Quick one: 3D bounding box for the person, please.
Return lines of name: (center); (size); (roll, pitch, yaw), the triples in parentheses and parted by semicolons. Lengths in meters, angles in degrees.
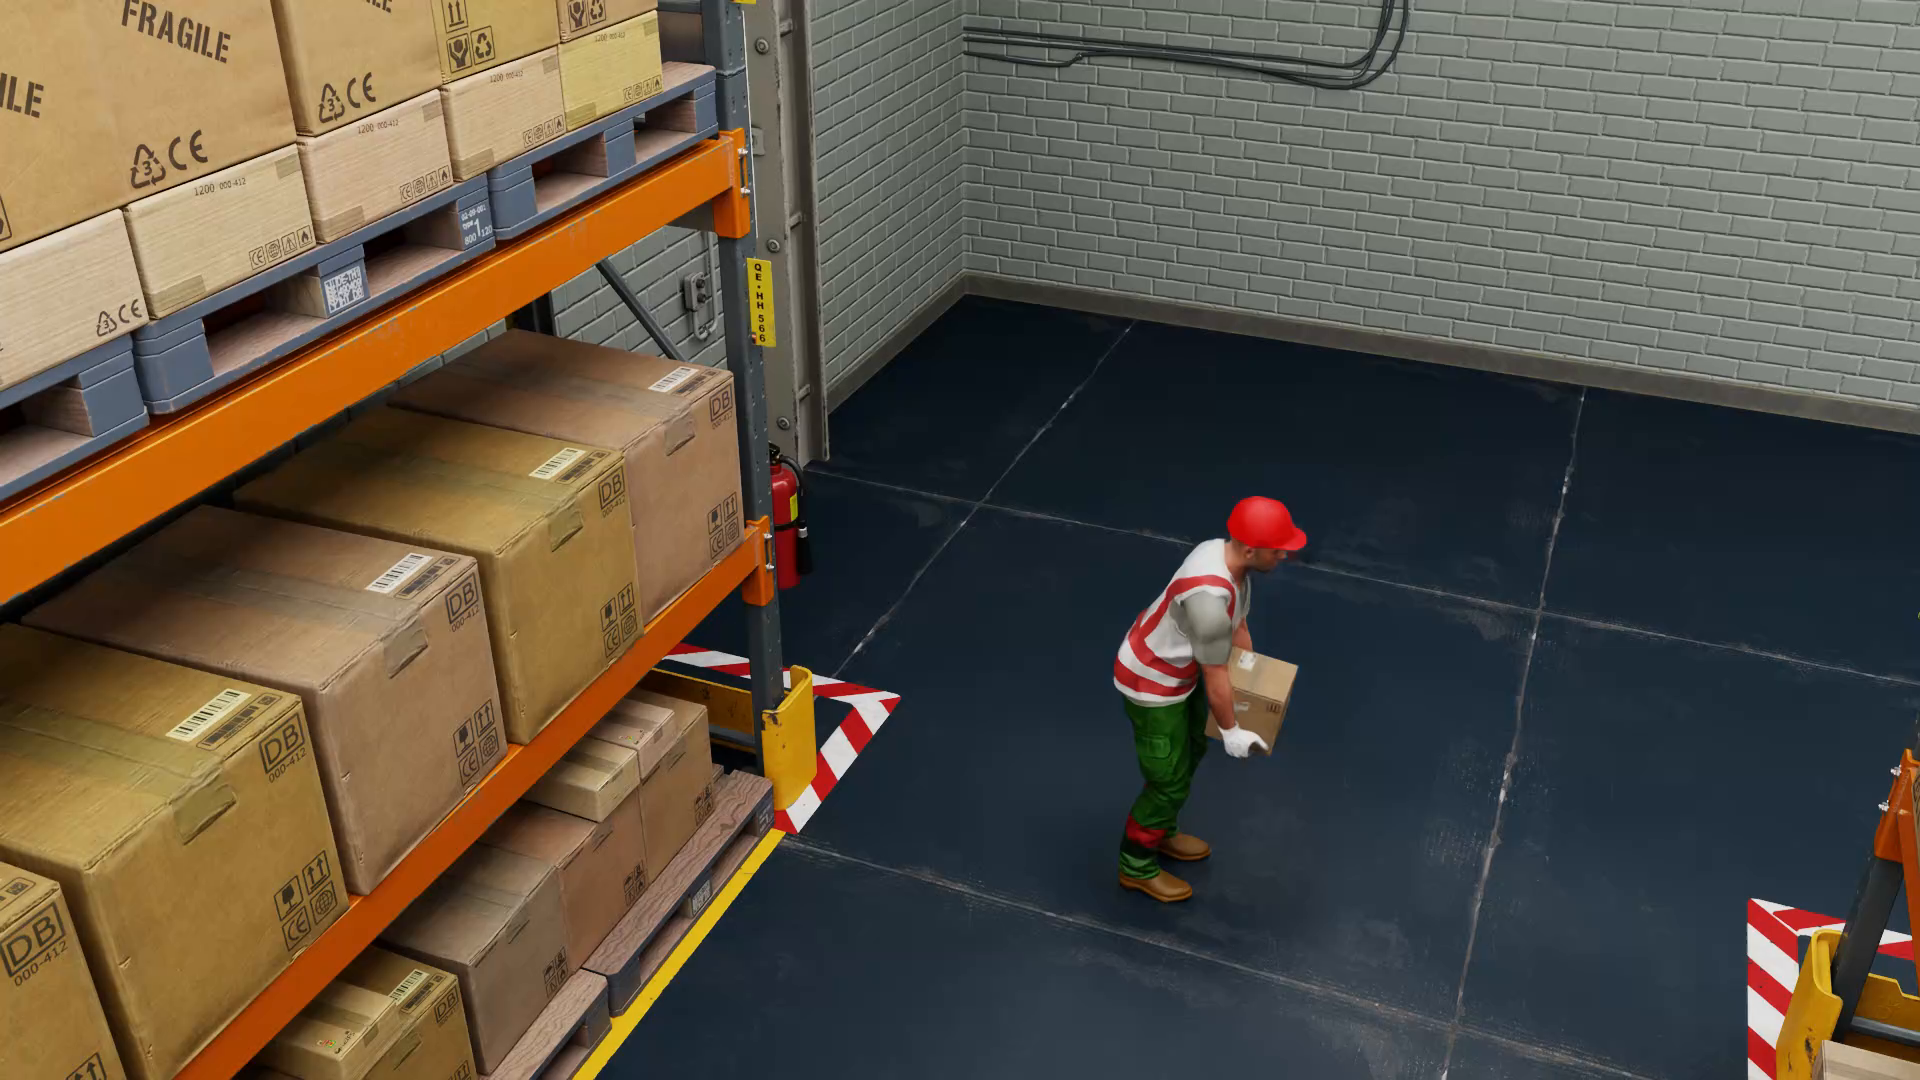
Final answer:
person: (0.893, 0.574, 6.169); (0.637, 1.702, 0.491); (11, 31, 18)
